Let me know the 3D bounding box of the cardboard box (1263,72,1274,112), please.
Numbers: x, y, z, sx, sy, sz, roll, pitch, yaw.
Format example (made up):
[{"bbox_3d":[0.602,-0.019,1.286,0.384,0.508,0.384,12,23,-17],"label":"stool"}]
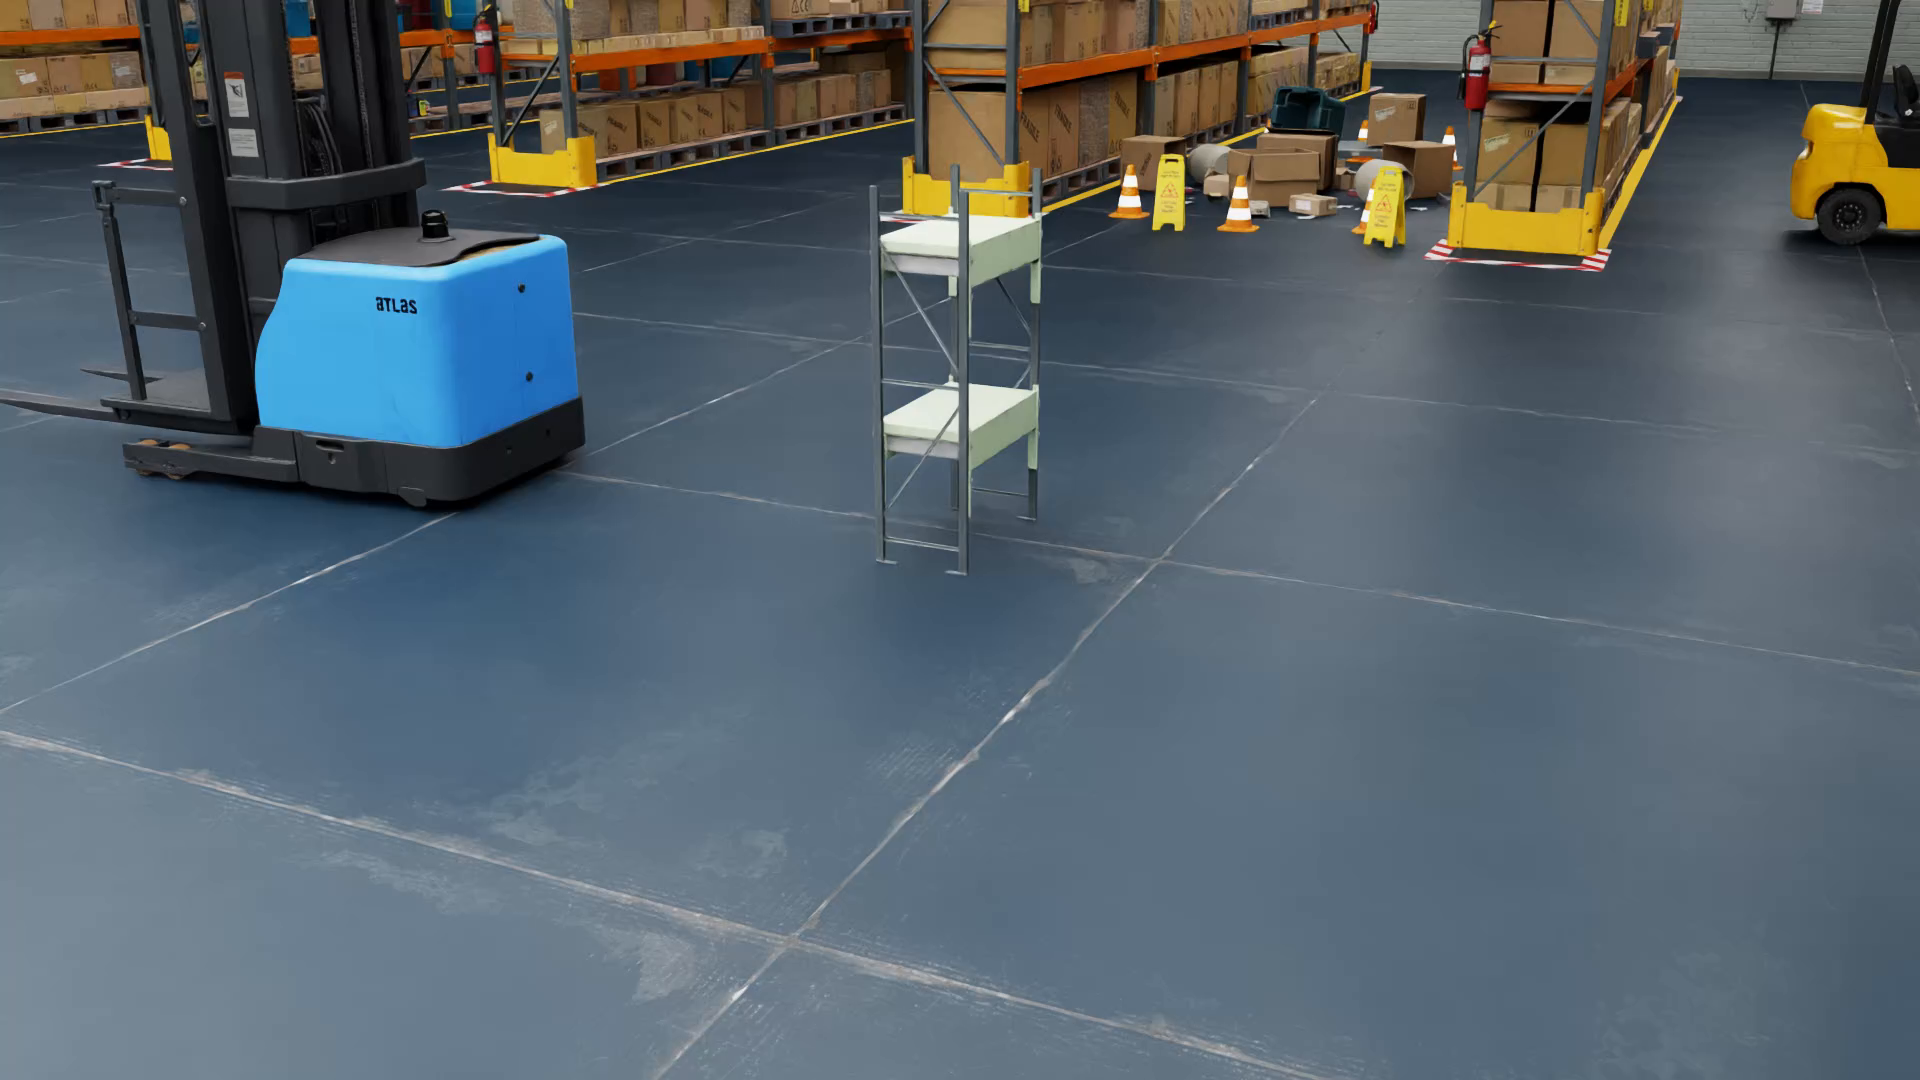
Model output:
[{"bbox_3d":[4.059,-6.256,23.187,0.500,0.500,0.500,9,21,23],"label":"cardboard box"}]

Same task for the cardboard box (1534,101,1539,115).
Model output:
[{"bbox_3d":[4.901,-3.846,14.698,0.380,0.149,0.250,9,21,24],"label":"cardboard box"}]

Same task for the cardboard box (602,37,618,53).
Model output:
[{"bbox_3d":[-3.855,-5.251,17.631,0.380,0.149,0.250,9,21,23],"label":"cardboard box"}]

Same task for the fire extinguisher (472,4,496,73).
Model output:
[{"bbox_3d":[-4.893,-5.158,17.112,0.296,0.674,0.183,9,21,23],"label":"fire extinguisher"}]

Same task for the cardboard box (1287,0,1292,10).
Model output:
[{"bbox_3d":[4.569,-7.736,23.994,0.380,0.149,0.250,8,21,20],"label":"cardboard box"}]

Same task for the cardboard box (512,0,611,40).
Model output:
[{"bbox_3d":[-4.175,-5.518,17.415,0.875,0.500,0.500,9,21,23],"label":"cardboard box"}]

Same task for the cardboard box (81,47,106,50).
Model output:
[{"bbox_3d":[-15.271,-8.312,28.938,0.700,0.500,0.500,9,21,23],"label":"cardboard box"}]

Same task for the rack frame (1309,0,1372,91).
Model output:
[{"bbox_3d":[6.610,-9.346,28.772,1.000,3.000,0.127,9,21,23],"label":"rack frame"}]

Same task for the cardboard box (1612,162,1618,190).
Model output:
[{"bbox_3d":[5.835,-3.395,15.516,0.500,0.250,0.500,9,21,24],"label":"cardboard box"}]

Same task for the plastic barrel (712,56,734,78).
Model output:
[{"bbox_3d":[-4.269,-8.560,29.066,0.600,0.901,0.708,9,21,23],"label":"plastic barrel"}]

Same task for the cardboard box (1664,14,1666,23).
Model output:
[{"bbox_3d":[8.935,-6.767,21.744,0.500,0.250,0.500,9,21,23],"label":"cardboard box"}]

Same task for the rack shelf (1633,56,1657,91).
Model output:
[{"bbox_3d":[7.072,-5.302,18.474,1.077,0.370,4.000,9,21,23],"label":"rack shelf"}]

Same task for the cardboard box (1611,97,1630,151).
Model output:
[{"bbox_3d":[6.256,-4.067,16.287,0.500,0.500,0.500,8,21,22],"label":"cardboard box"}]

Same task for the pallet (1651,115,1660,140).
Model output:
[{"bbox_3d":[8.784,-5.541,22.233,1.003,0.211,1.213,9,21,23],"label":"pallet"}]

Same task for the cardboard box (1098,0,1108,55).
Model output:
[{"bbox_3d":[1.023,-5.314,17.210,0.875,0.550,0.550,9,21,23],"label":"cardboard box"}]

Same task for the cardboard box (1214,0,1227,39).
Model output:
[{"bbox_3d":[2.984,-6.468,20.530,0.500,0.500,0.500,8,21,22],"label":"cardboard box"}]

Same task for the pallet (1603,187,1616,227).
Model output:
[{"bbox_3d":[5.512,-3.131,15.458,1.003,0.211,1.213,9,21,23],"label":"pallet"}]

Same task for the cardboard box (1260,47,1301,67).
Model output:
[{"bbox_3d":[4.675,-7.079,24.382,0.500,0.250,0.500,10,22,25],"label":"cardboard box"}]

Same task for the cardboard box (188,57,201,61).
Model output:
[{"bbox_3d":[-11.712,-7.239,25.488,0.500,0.311,0.500,9,22,24],"label":"cardboard box"}]

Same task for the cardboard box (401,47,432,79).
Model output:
[{"bbox_3d":[-9.529,-8.263,28.800,0.500,0.500,0.500,8,21,21],"label":"cardboard box"}]

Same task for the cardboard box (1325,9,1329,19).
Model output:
[{"bbox_3d":[5.602,-8.307,26.225,0.380,0.149,0.250,8,21,20],"label":"cardboard box"}]

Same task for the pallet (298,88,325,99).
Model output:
[{"bbox_3d":[-10.558,-7.412,27.496,1.003,0.211,1.213,9,21,23],"label":"pallet"}]

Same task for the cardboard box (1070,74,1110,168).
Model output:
[{"bbox_3d":[1.009,-4.416,17.453,0.875,0.875,0.875,9,21,23],"label":"cardboard box"}]

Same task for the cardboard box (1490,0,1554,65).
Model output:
[{"bbox_3d":[4.586,-4.198,13.702,0.500,0.500,0.500,8,21,22],"label":"cardboard box"}]

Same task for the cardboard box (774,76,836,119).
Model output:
[{"bbox_3d":[-2.075,-5.918,22.206,0.700,0.500,0.500,7,21,18],"label":"cardboard box"}]

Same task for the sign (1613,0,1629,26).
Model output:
[{"bbox_3d":[5.111,-4.140,12.842,0.100,0.325,0.005,9,21,23],"label":"sign"}]

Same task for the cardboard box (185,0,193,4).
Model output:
[{"bbox_3d":[-14.063,-9.756,30.271,0.380,0.149,0.250,9,22,24],"label":"cardboard box"}]

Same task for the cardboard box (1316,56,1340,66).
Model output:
[{"bbox_3d":[6.047,-7.893,27.427,0.380,0.149,0.250,8,21,21],"label":"cardboard box"}]

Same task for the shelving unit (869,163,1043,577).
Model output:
[{"bbox_3d":[-0.003,-0.705,6.712,0.431,1.500,0.755,9,21,23],"label":"shelving unit"}]

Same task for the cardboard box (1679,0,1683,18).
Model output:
[{"bbox_3d":[11.211,-8.561,26.416,0.500,0.500,0.500,9,21,23],"label":"cardboard box"}]

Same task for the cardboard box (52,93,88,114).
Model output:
[{"bbox_3d":[-12.423,-6.021,22.899,0.500,0.250,0.500,9,21,23],"label":"cardboard box"}]

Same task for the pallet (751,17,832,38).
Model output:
[{"bbox_3d":[-2.342,-6.513,21.091,1.003,0.211,1.213,9,21,23],"label":"pallet"}]

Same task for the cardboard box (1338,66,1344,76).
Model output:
[{"bbox_3d":[6.121,-7.745,27.455,0.380,0.149,0.250,10,22,25],"label":"cardboard box"}]

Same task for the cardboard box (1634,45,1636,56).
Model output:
[{"bbox_3d":[6.400,-4.771,16.283,0.380,0.149,0.250,8,21,22],"label":"cardboard box"}]

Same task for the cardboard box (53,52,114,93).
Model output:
[{"bbox_3d":[-12.231,-6.529,23.208,0.500,0.500,0.500,9,21,23],"label":"cardboard box"}]

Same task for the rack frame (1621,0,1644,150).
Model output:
[{"bbox_3d":[6.253,-5.029,16.634,1.000,3.000,0.127,9,21,23],"label":"rack frame"}]

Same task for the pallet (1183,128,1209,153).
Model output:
[{"bbox_3d":[2.442,-4.984,20.669,1.003,0.211,1.213,9,21,23],"label":"pallet"}]

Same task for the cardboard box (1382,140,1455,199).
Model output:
[{"bbox_3d":[4.573,-3.712,16.657,0.500,0.500,0.500,-9,22,-24],"label":"cardboard box"}]

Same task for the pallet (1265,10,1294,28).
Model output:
[{"bbox_3d":[4.107,-7.421,23.645,1.003,0.211,1.213,9,21,23],"label":"pallet"}]

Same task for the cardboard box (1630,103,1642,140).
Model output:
[{"bbox_3d":[7.651,-5.041,19.961,0.950,0.372,0.625,7,21,19],"label":"cardboard box"}]

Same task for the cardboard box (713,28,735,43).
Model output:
[{"bbox_3d":[-2.876,-5.930,19.541,0.380,0.149,0.250,9,21,23],"label":"cardboard box"}]

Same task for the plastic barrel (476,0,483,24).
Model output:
[{"bbox_3d":[-6.714,-7.395,23.084,0.433,0.535,0.433,0,20,0],"label":"plastic barrel"}]

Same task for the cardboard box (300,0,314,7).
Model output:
[{"bbox_3d":[-10.729,-8.684,27.042,0.500,0.311,0.500,8,21,22],"label":"cardboard box"}]

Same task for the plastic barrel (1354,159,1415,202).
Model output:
[{"bbox_3d":[4.080,-3.432,15.987,0.421,0.421,0.512,-9,22,-24],"label":"plastic barrel"}]

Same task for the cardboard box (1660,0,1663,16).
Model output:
[{"bbox_3d":[8.324,-6.538,20.354,0.500,0.250,0.500,8,21,22],"label":"cardboard box"}]

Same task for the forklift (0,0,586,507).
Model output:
[{"bbox_3d":[-3.388,-1.818,7.707,3.031,2.935,1.130,7,21,20],"label":"forklift"}]

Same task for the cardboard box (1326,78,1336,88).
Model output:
[{"bbox_3d":[5.909,-7.447,27.061,0.380,0.149,0.250,8,21,21],"label":"cardboard box"}]

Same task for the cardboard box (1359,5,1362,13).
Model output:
[{"bbox_3d":[6.598,-9.018,28.226,0.380,0.149,0.250,9,21,23],"label":"cardboard box"}]

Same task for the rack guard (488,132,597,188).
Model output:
[{"bbox_3d":[-4.394,-4.012,17.504,1.175,0.500,0.348,9,21,23],"label":"rack guard"}]

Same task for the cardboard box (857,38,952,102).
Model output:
[{"bbox_3d":[-0.848,-7.017,24.767,1.225,0.875,0.875,8,21,20],"label":"cardboard box"}]

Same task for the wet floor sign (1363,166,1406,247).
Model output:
[{"bbox_3d":[3.562,-2.786,13.840,0.267,0.644,0.232,18,26,41],"label":"wet floor sign"}]

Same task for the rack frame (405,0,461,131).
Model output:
[{"bbox_3d":[-7.306,-7.069,22.369,1.000,3.000,0.127,9,21,23],"label":"rack frame"}]

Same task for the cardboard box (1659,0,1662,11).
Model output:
[{"bbox_3d":[7.757,-6.301,18.989,0.500,0.500,0.500,8,21,22],"label":"cardboard box"}]
